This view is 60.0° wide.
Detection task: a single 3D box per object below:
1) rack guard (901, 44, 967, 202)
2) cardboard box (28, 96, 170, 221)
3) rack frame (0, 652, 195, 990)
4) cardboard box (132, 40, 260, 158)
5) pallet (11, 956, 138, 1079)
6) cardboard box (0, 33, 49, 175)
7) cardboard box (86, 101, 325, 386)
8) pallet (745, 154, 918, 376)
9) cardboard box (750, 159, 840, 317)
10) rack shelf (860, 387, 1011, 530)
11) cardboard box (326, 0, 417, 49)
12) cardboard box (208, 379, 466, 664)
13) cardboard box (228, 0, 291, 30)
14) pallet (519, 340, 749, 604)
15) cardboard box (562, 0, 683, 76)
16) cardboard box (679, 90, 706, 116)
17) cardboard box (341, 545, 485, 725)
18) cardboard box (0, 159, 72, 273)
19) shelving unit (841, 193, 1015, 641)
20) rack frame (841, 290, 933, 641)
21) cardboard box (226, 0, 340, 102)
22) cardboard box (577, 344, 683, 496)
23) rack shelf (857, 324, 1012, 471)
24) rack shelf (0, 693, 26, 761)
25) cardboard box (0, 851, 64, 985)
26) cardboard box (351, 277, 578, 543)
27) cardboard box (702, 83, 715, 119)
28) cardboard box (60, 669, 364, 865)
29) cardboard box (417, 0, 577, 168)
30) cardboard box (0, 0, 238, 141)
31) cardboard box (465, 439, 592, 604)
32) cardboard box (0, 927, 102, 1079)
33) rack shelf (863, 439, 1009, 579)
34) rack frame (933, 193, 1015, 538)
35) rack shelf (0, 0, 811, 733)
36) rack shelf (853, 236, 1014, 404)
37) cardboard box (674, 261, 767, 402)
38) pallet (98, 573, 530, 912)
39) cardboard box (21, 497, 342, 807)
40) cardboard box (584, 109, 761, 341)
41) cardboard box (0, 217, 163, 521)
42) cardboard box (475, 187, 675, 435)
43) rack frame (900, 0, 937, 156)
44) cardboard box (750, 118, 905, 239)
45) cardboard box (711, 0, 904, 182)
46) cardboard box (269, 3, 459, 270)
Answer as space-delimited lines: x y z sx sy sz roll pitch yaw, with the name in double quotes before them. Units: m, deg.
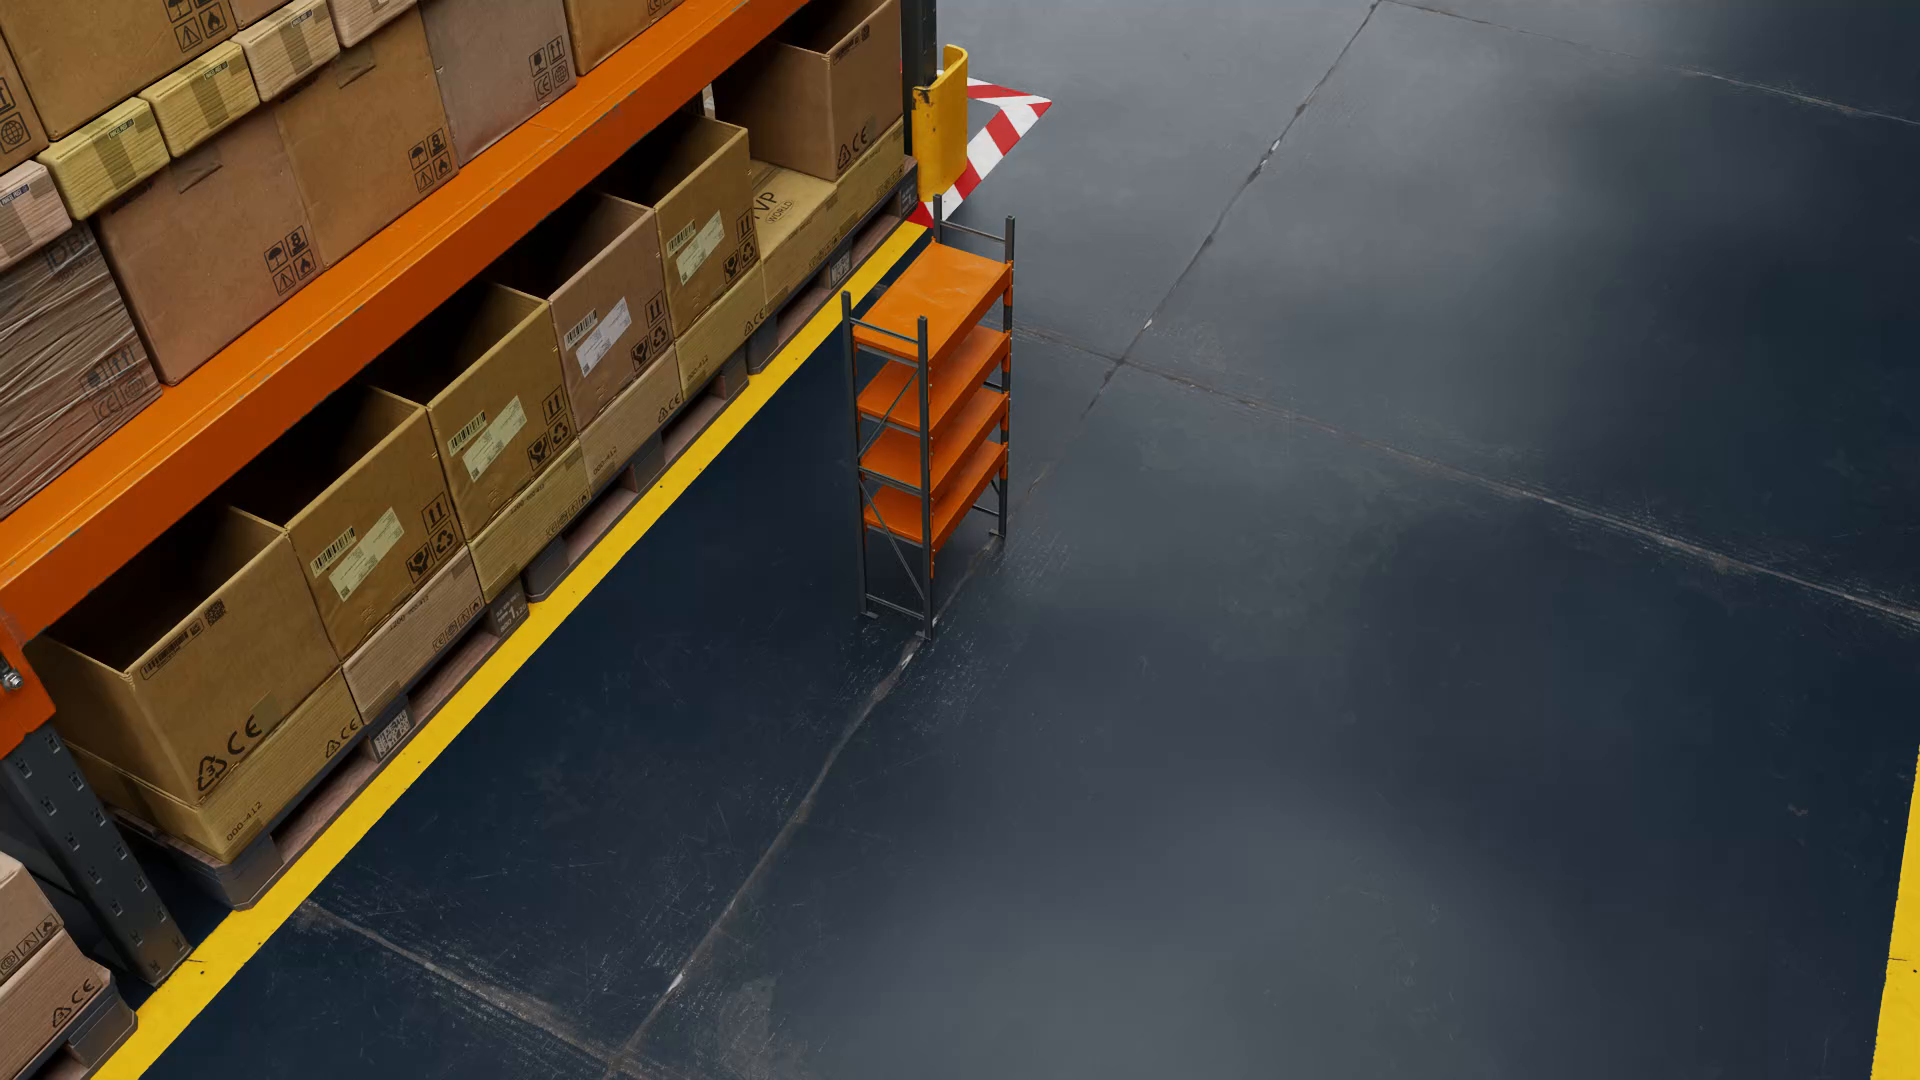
"rack guard" -0.546 -1.795 6.672 1.175 0.500 0.348 20 49 19
"cardboard box" -1.883 -0.828 3.433 0.380 0.149 0.250 19 48 18
"rack frame" -2.414 -0.138 3.278 1.000 3.000 0.127 20 49 19
"cardboard box" -1.763 -0.994 3.597 0.380 0.149 0.250 20 49 19
"pallet" -2.722 1.319 3.798 1.003 0.211 1.213 20 49 19
"cardboard box" -2.214 -0.911 3.059 0.700 0.500 0.500 21 49 19
"cardboard box" -1.975 -0.790 3.851 0.700 0.500 0.500 20 49 19
"pallet" -0.875 -1.183 6.270 1.003 0.211 1.213 20 49 19
"cardboard box" -0.766 -1.085 5.851 0.500 0.250 0.500 20 49 19
"rack shelf" -0.077 -0.270 4.768 0.258 0.148 0.480 20 49 19
"cardboard box" -1.523 -1.320 3.919 0.380 0.149 0.250 19 48 18
"cardboard box" -1.696 -0.089 4.340 0.500 0.500 0.500 20 49 19
"cardboard box" -1.747 -1.545 3.686 0.700 0.500 0.500 20 49 19
"pallet" -1.443 -0.417 5.513 1.003 0.211 1.213 20 49 19
"cardboard box" -1.261 -1.760 4.810 0.700 0.500 0.500 21 49 19
"cardboard box" -1.234 -1.523 5.757 0.500 0.500 0.500 20 49 19
"cardboard box" -1.694 0.175 4.606 0.500 0.250 0.500 20 49 19
"cardboard box" -2.002 -0.665 3.272 0.380 0.149 0.250 21 49 20
"shelving unit" -0.077 -0.317 4.720 0.258 1.200 0.503 20 49 19
"rack frame" -0.190 -0.164 4.568 0.240 1.200 0.015 20 49 19
"cardboard box" -1.645 -1.151 3.752 0.380 0.149 0.250 19 48 18
"cardboard box" -1.230 -0.455 5.229 0.500 0.250 0.500 20 49 19
"rack shelf" -0.077 -0.427 4.609 0.258 0.148 0.480 20 49 19
"rack shelf" -3.343 1.374 2.288 1.077 0.370 4.000 20 49 19
"cardboard box" -2.348 0.833 3.561 0.500 0.311 0.500 20 49 19
"cardboard box" -1.457 -0.402 4.649 0.500 0.500 0.500 20 49 19
"cardboard box" -1.003 -1.575 6.336 0.500 0.250 0.500 20 49 19
"cardboard box" -1.930 0.488 4.296 0.500 0.250 0.500 20 49 19
"cardboard box" -1.502 -1.427 4.481 0.700 0.500 0.500 22 49 20
"cardboard box" -1.980 -1.230 3.374 0.700 0.500 0.500 20 49 19
"cardboard box" -1.457 -0.138 4.915 0.500 0.250 0.500 20 49 19
"cardboard box" -2.350 1.037 3.754 0.500 0.250 0.500 20 49 19
"rack shelf" -0.077 -0.131 4.909 0.258 0.148 0.480 20 49 19
"rack frame" 0.036 -0.471 4.872 0.240 1.200 0.015 20 49 19
"rack shelf" -1.486 -1.145 4.779 1.077 0.370 4.000 20 49 19
"rack shelf" -0.077 -0.594 4.441 0.258 0.148 0.480 20 49 19
"cardboard box" -0.997 -0.769 5.539 0.500 0.250 0.500 20 49 19
"pallet" -2.008 0.355 4.751 1.003 0.211 1.213 20 49 19
"cardboard box" -1.922 0.228 4.026 0.500 0.500 0.500 20 49 19
"cardboard box" -0.994 -1.032 5.272 0.500 0.500 0.500 20 49 19
"cardboard box" -2.214 -0.455 3.521 0.700 0.500 0.500 19 48 18
"cardboard box" -1.227 -0.718 4.961 0.500 0.500 0.500 20 49 19
"rack frame" -0.557 -2.658 5.768 1.000 3.000 0.127 20 49 19
"cardboard box" -0.545 -1.404 6.167 0.500 0.250 0.500 20 49 19
"cardboard box" -0.543 -1.667 5.899 0.500 0.500 0.500 20 49 19
"cardboard box" -1.738 -1.104 4.162 0.700 0.500 0.500 21 49 20
